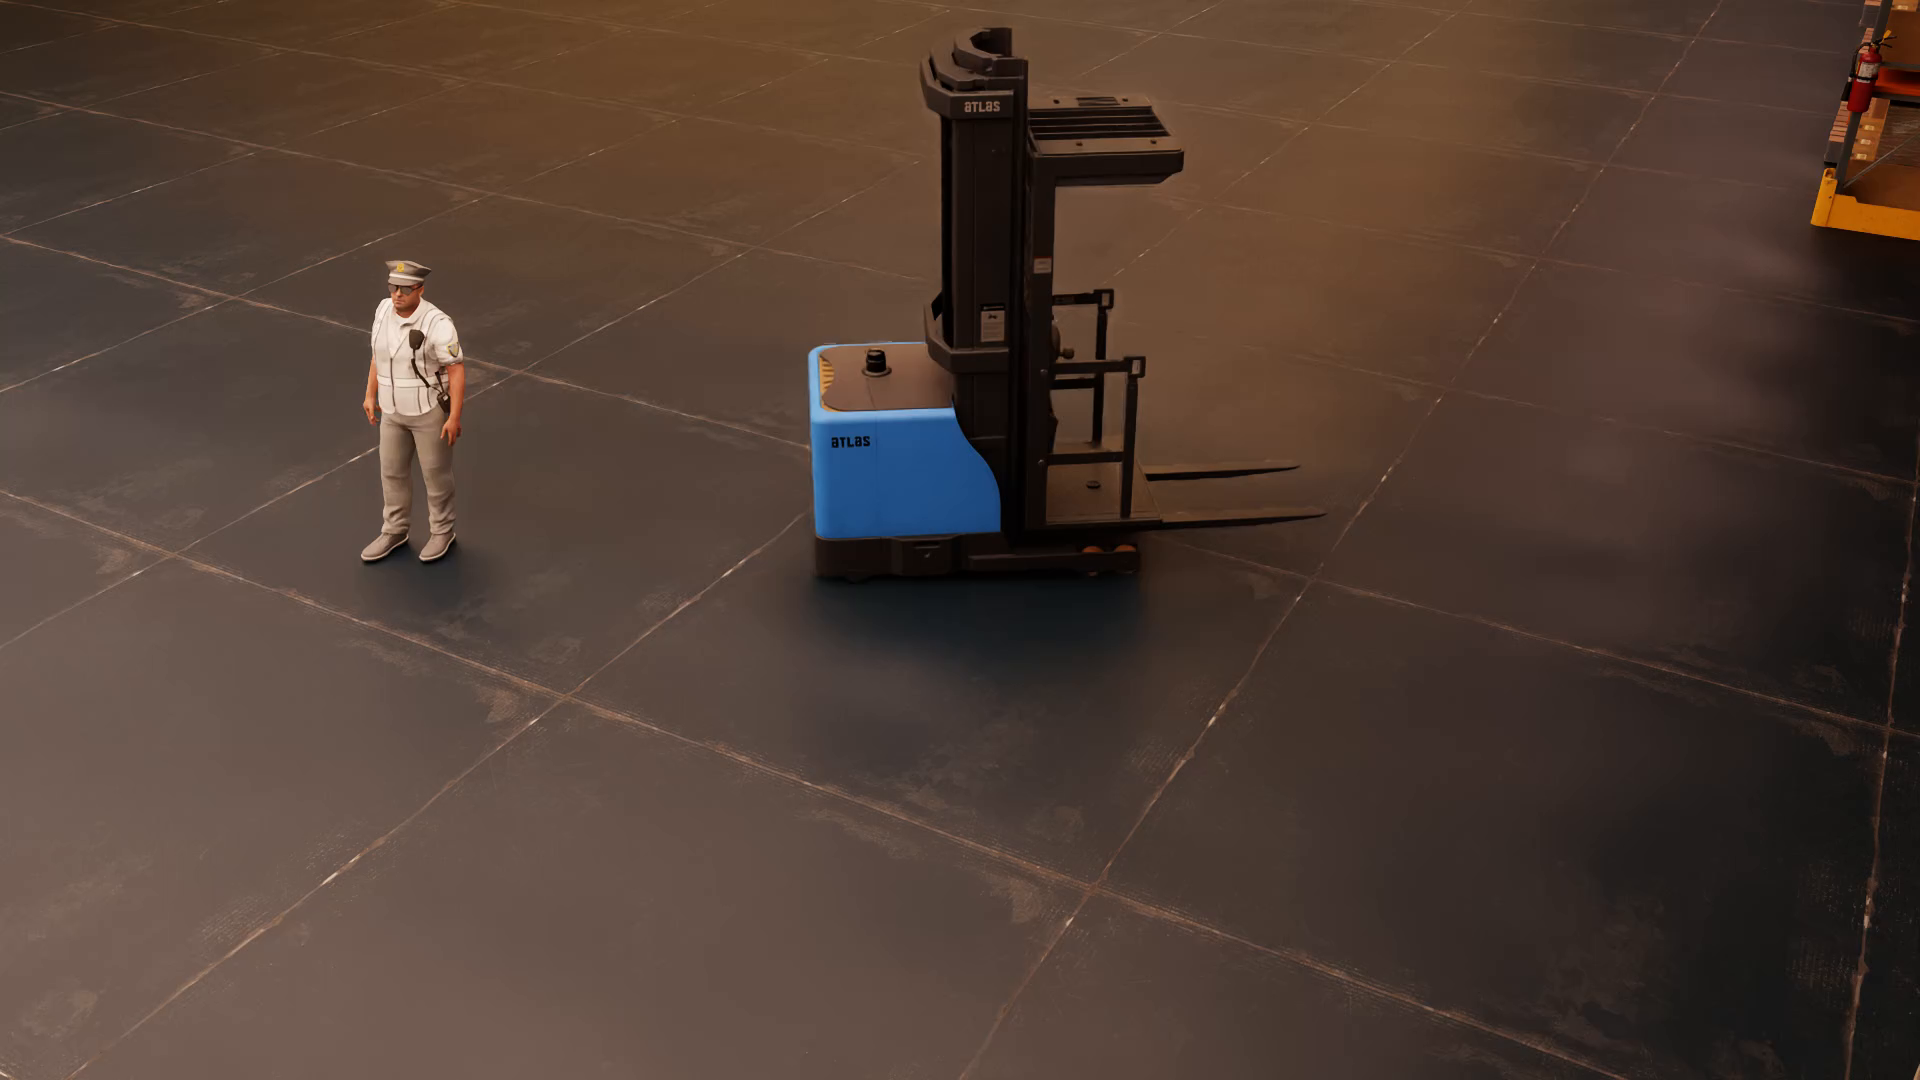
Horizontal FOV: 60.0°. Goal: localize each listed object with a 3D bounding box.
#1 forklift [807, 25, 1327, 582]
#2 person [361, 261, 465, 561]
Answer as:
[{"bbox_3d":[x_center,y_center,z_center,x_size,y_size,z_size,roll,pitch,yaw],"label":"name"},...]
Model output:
[{"bbox_3d":[0.634,-1.325,9.367,3.031,2.935,1.130,-3,30,-5],"label":"forklift"},{"bbox_3d":[-3.147,-0.728,9.466,0.642,1.781,0.575,10,32,17],"label":"person"}]
